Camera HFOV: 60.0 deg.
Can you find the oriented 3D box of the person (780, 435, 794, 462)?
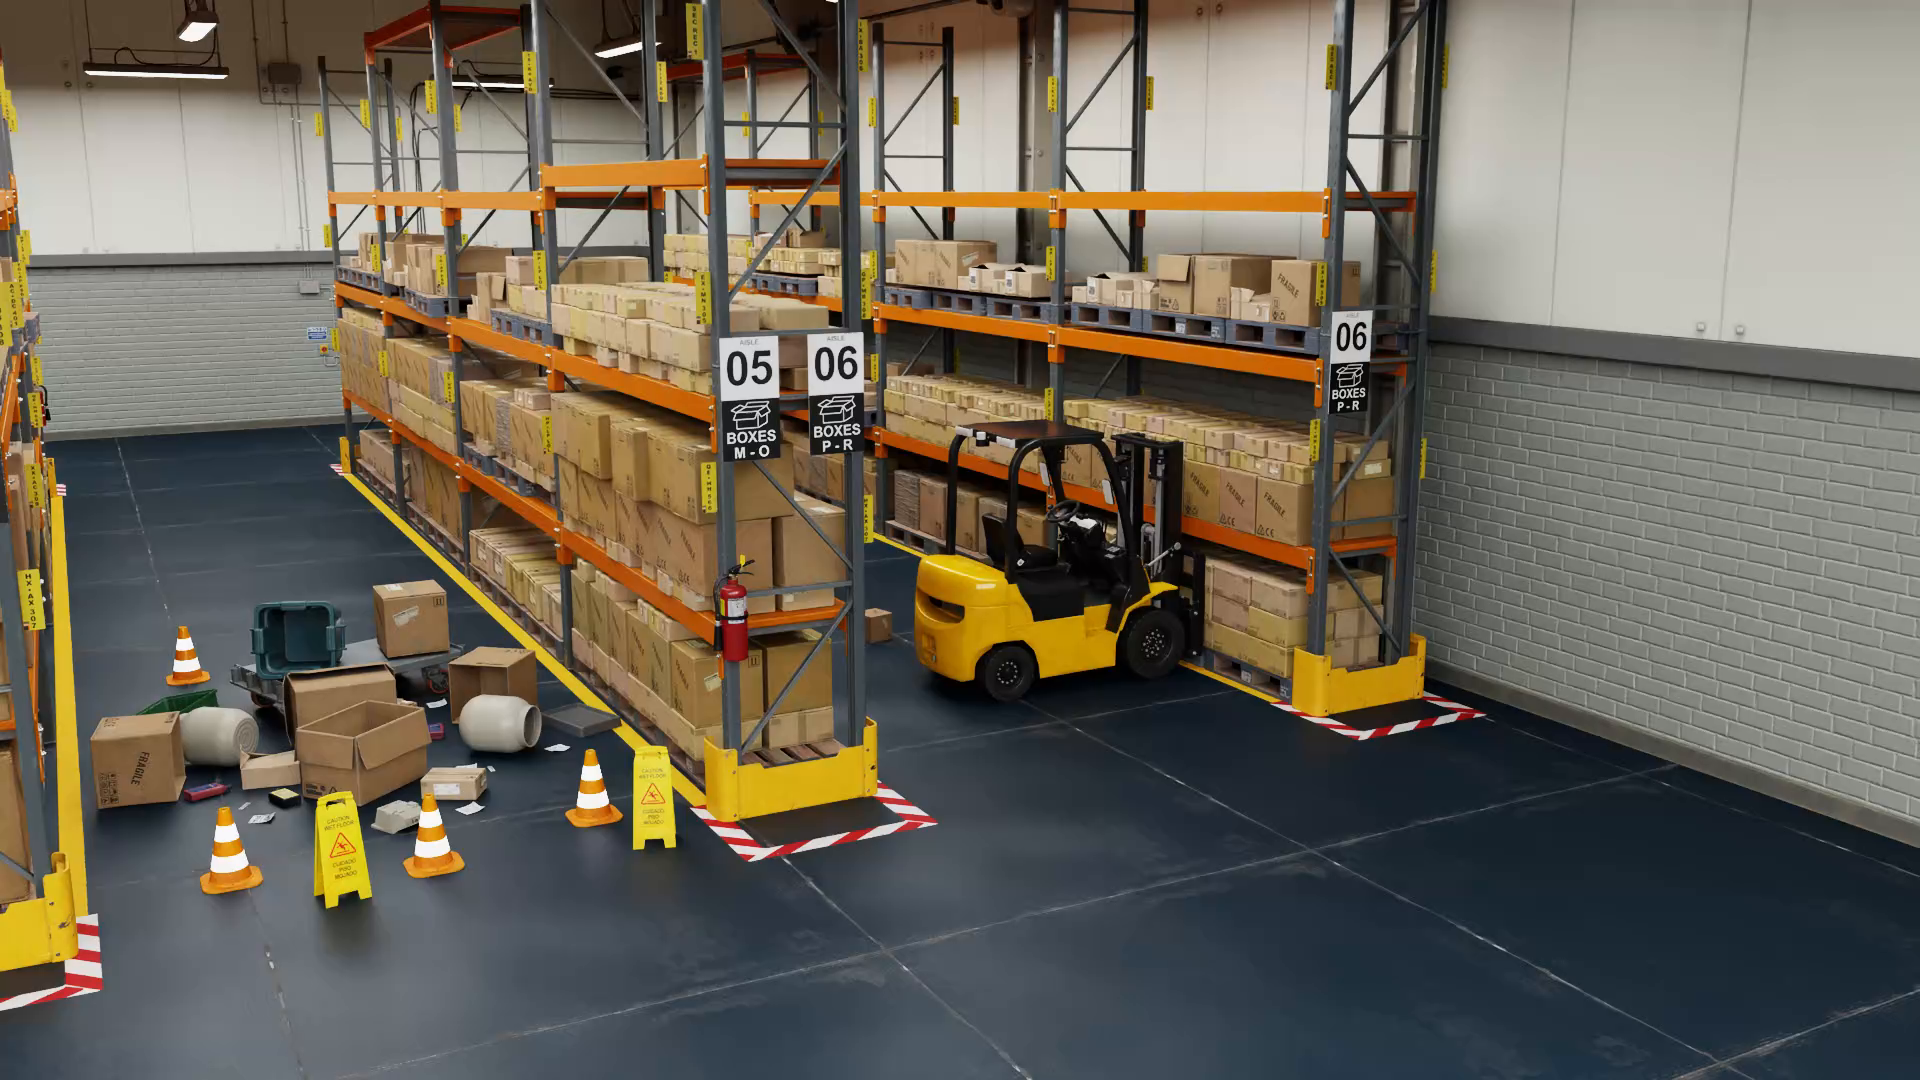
[{"bbox_3d":[-1.979,-0.403,17.805,0.482,1.630,0.607,-8,14,-32],"label":"person"}]
